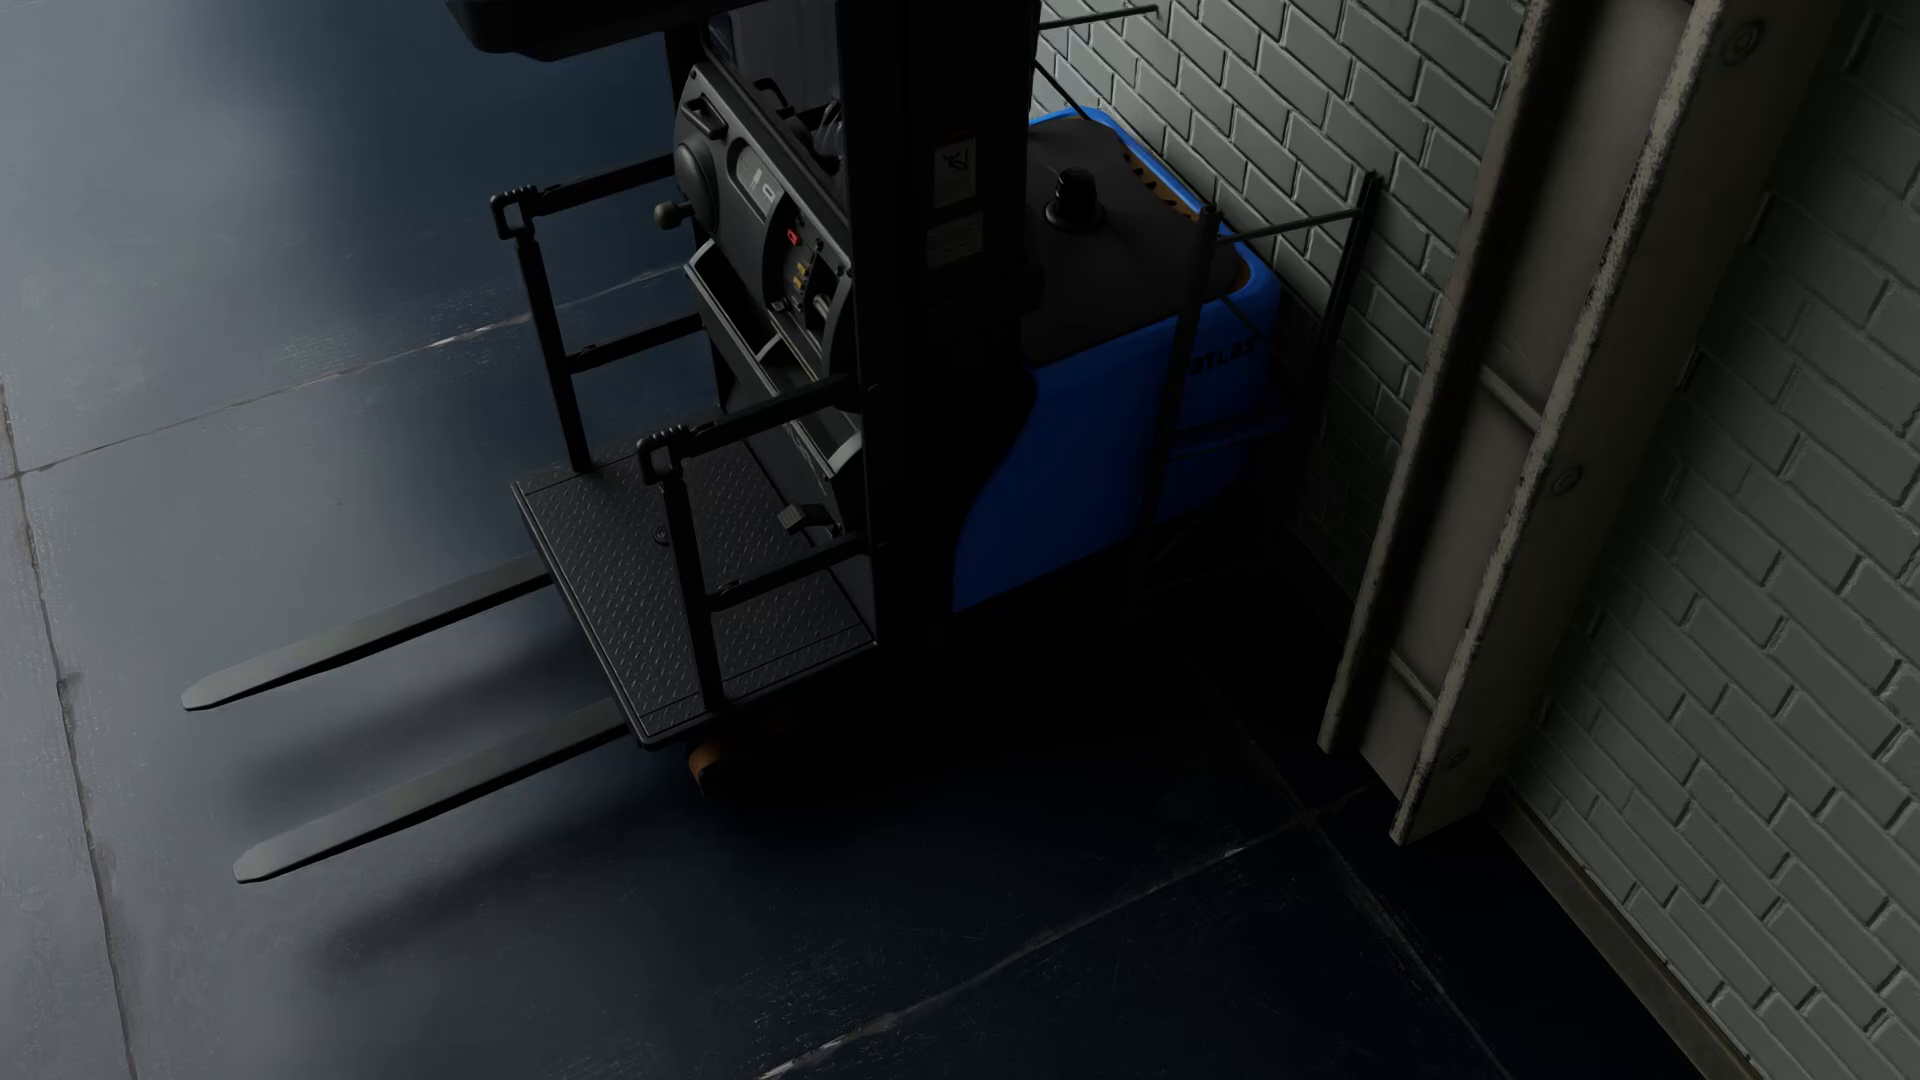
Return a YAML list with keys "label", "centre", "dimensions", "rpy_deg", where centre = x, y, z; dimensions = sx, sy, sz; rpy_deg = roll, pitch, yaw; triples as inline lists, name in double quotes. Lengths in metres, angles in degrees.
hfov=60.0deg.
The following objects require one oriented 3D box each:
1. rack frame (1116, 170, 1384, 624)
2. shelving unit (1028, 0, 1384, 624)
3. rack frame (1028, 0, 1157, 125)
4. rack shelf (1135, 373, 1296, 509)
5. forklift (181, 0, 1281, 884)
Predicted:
- label: "rack frame"
  centre: [0.754, -0.326, 4.524]
  dimensions: [0.500, 1.500, 0.032]
  rpy_deg: [-15, 51, -18]
- label: "shelving unit"
  centre: [0.558, -0.680, 4.832]
  dimensions: [0.538, 1.500, 1.048]
  rpy_deg: [-15, 51, -18]
- label: "rack frame"
  centre: [0.362, -1.034, 5.140]
  dimensions: [0.500, 1.500, 0.032]
  rpy_deg: [-15, 51, -18]
- label: "rack shelf"
  centre: [0.546, -0.559, 4.964]
  dimensions: [0.538, 0.185, 1.000]
  rpy_deg: [-15, 51, -18]
- label: "forklift"
  centre: [-0.662, -0.724, 3.936]
  dimensions: [3.031, 2.935, 1.130]
  rpy_deg: [-23, 53, -19]
